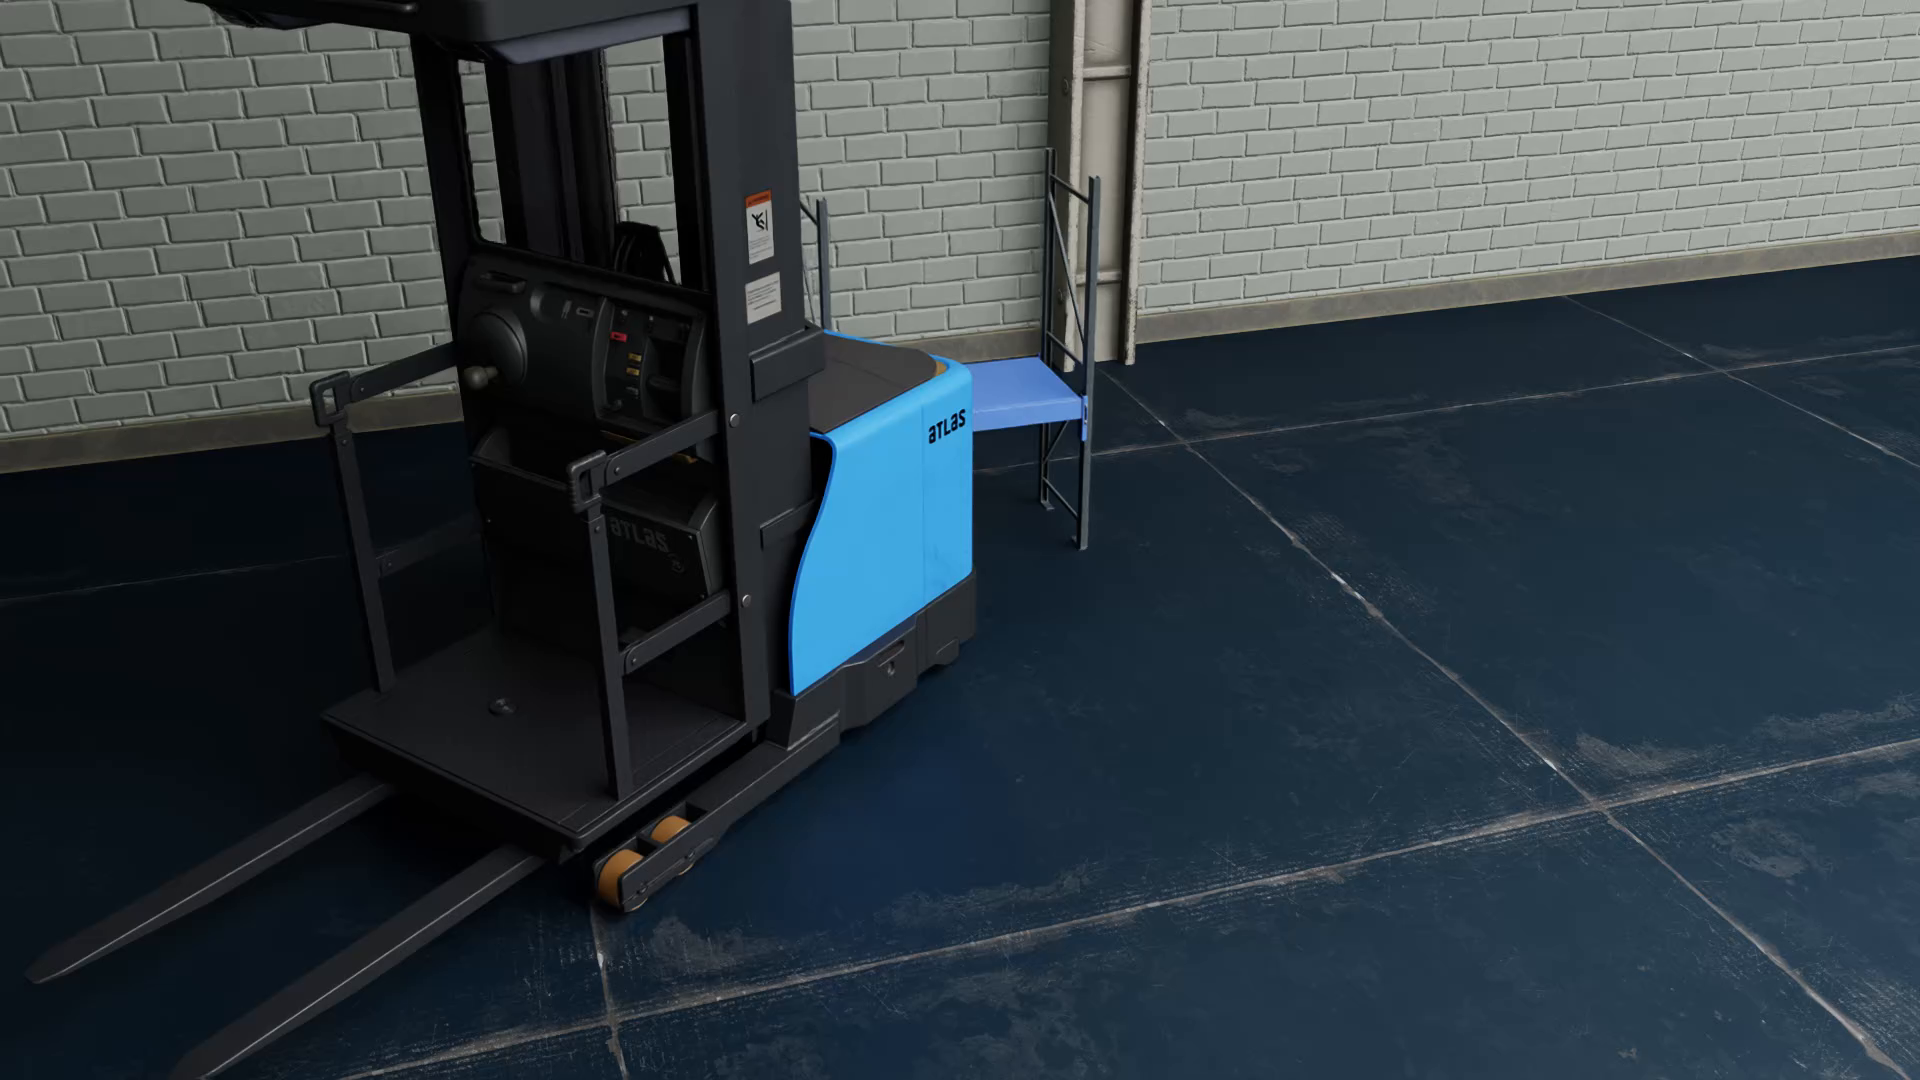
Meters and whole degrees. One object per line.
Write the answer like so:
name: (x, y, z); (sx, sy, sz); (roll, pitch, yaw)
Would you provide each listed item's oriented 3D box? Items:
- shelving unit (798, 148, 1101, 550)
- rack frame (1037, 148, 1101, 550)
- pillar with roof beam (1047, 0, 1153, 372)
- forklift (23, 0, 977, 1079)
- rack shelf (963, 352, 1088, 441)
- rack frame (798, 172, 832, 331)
shelving unit: (-0.063, -0.671, 6.415); (1.048, 1.500, 0.538); (-8, 28, -16)
rack frame: (0.421, -0.739, 6.553); (0.032, 1.500, 0.500); (-8, 28, -16)
pillar with roof beam: (2.001, -3.158, 2.991); (0.400, 9.000, 9.100); (-8, 28, -16)
forklift: (-1.185, -0.516, 4.494); (1.130, 2.935, 3.031); (17, 31, 30)
rack shelf: (-0.063, -0.510, 6.495); (1.000, 0.185, 0.538); (-8, 28, -16)
rack frame: (-0.547, -0.602, 6.277); (0.032, 1.500, 0.500); (-8, 28, -16)
